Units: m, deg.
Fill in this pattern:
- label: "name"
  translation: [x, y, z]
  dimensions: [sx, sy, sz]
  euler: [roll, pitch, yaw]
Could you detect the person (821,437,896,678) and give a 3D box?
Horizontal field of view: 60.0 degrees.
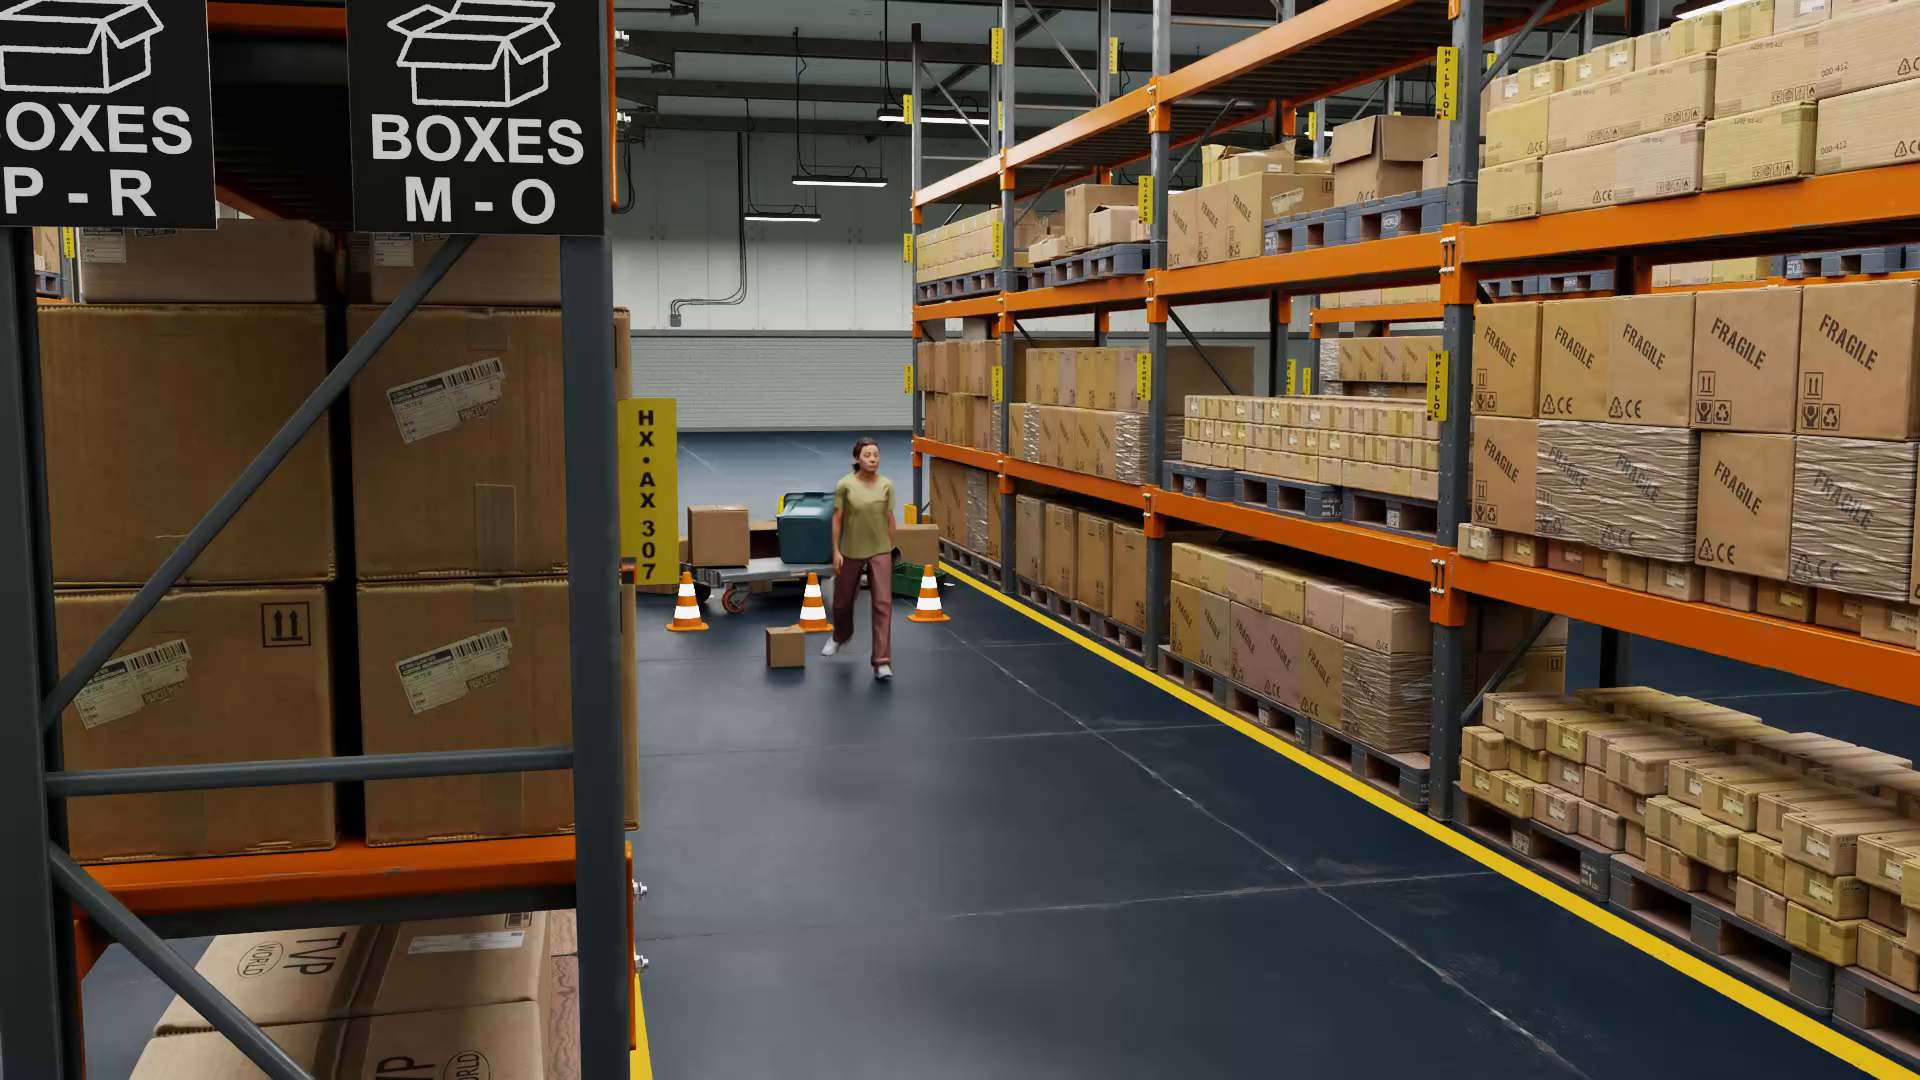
- label: "person"
  translation: [-0.707, 0.102, 11.667]
  dimensions: [0.513, 1.652, 0.873]
  euler: [-1, 6, -8]
